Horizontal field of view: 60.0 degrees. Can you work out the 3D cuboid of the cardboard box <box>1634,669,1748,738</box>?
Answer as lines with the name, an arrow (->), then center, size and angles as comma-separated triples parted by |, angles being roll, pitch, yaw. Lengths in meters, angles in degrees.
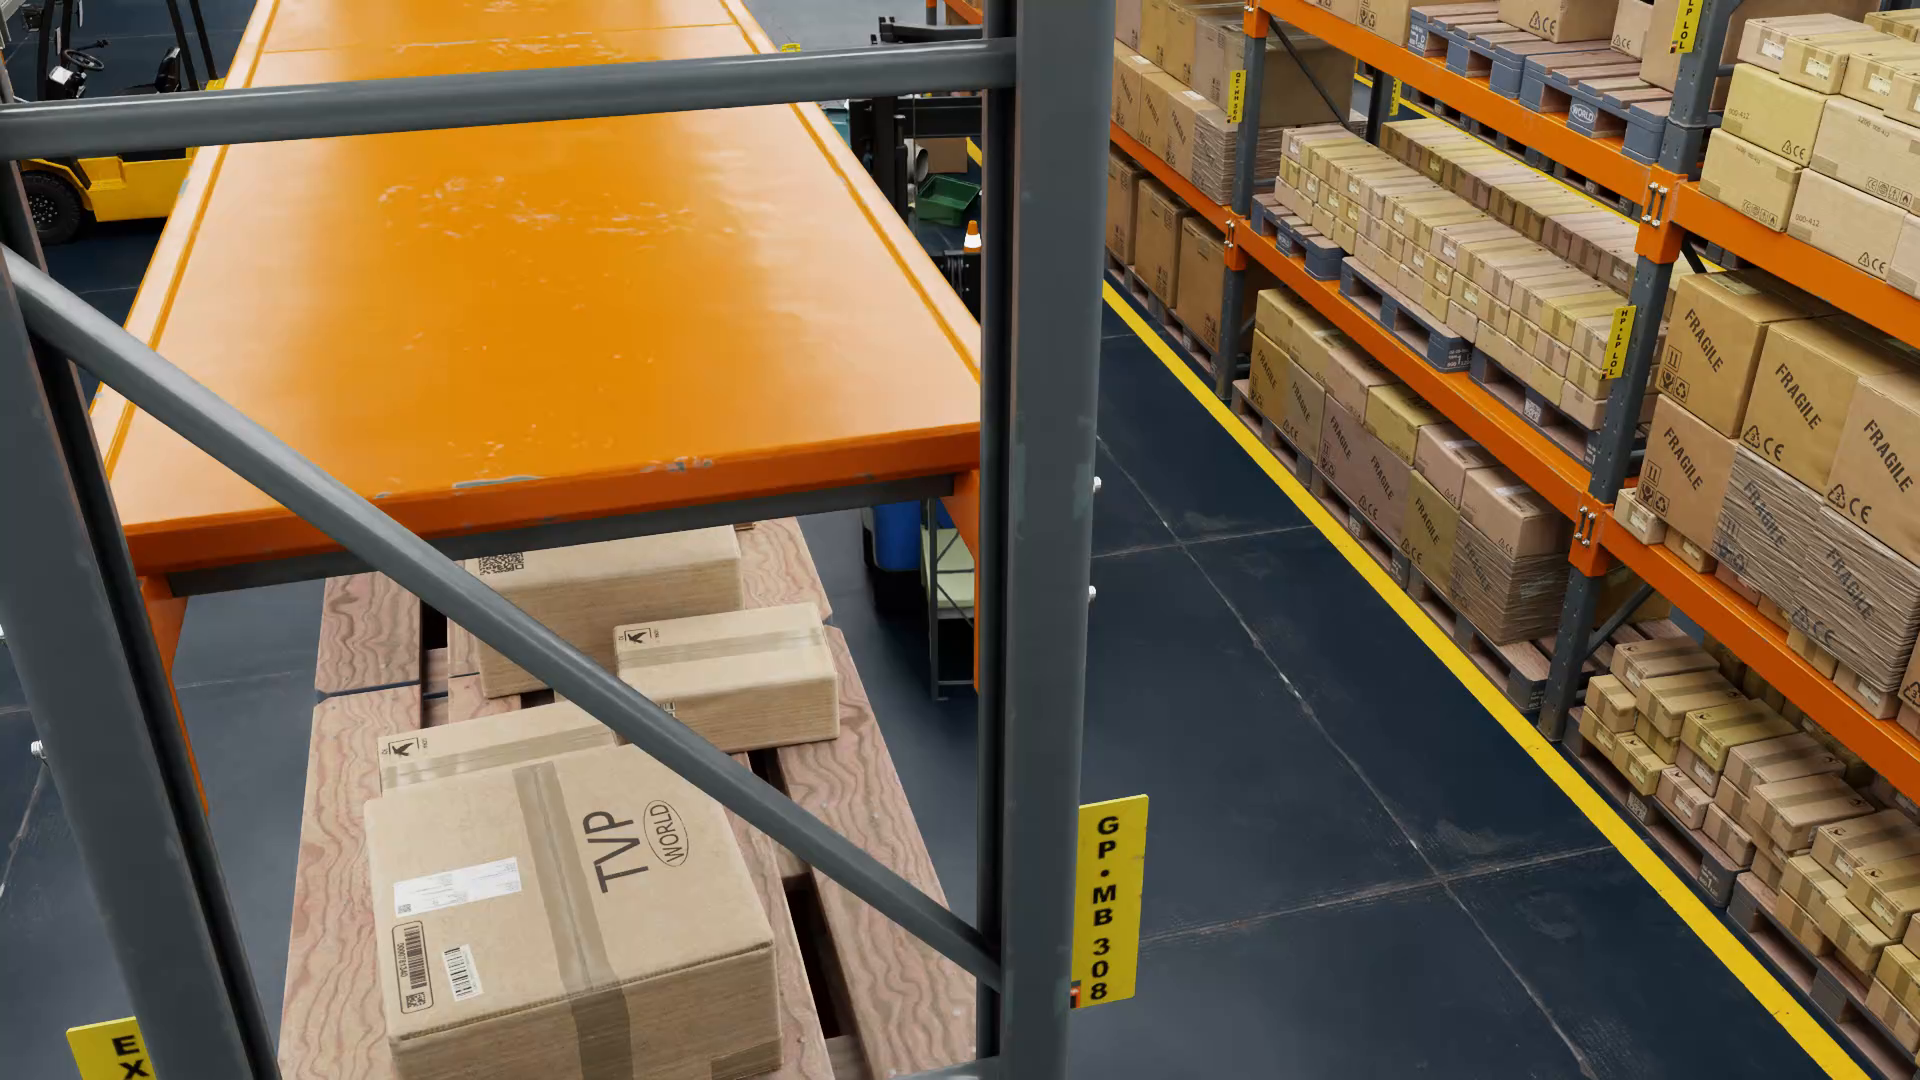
cardboard box -> 3.229, 0.721, 7.343 | 0.380, 0.149, 0.250 | -6, 31, -11

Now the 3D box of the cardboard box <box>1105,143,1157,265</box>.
cardboard box -> 1.702, -2.726, 13.292 | 1.050, 0.750, 0.750 | -8, 31, -13

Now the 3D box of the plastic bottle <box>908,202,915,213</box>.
plastic bottle -> -0.330, -2.933, 14.757 | 0.283, 0.061, 0.133 | 26, 39, 37

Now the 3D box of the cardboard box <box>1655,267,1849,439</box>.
cardboard box -> 3.206, -0.763, 6.679 | 0.500, 0.500, 0.500 | -7, 31, -12

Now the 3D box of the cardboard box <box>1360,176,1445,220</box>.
cardboard box -> 2.474, -1.915, 9.302 | 0.380, 0.149, 0.250 | -6, 31, -11

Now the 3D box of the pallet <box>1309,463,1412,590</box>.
pallet -> 2.786, -0.168, 9.829 | 1.003, 0.211, 1.213 | -8, 31, -13

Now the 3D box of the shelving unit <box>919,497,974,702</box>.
shelving unit -> 0.027, -0.032, 8.306 | 0.431, 1.500, 0.755 | -2, 30, -4

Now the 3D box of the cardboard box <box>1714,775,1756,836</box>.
cardboard box -> 3.431, 1.086, 7.009 | 0.380, 0.149, 0.250 | -9, 31, -16

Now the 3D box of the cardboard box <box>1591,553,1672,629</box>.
cardboard box -> 3.381, 0.099, 8.660 | 0.500, 0.500, 0.500 | -7, 31, -11

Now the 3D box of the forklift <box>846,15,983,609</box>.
forklift -> -0.078, -1.611, 9.607 | 1.130, 2.935, 3.031 | -3, 30, -5

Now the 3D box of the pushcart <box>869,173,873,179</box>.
pushcart -> -1.363, -2.758, 14.138 | 1.648, 0.377, 0.936 | -20, 35, -30

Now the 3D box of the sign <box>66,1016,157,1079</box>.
sign -> -0.889, 0.649, 1.836 | 0.100, 0.325, 0.005 | -8, 31, -13

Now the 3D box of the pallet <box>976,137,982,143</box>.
pallet -> 0.744, -4.034, 16.508 | 1.003, 0.211, 1.213 | -8, 31, -13

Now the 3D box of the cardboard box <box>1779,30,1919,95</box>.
cardboard box -> 3.205, -1.722, 5.989 | 0.380, 0.149, 0.250 | -9, 31, -15

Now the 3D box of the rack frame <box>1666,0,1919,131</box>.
rack frame -> 3.321, -3.005, 5.959 | 1.000, 3.000, 0.127 | -8, 31, -13

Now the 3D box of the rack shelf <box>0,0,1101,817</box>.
rack shelf -> -0.893, -0.848, 3.349 | 1.077, 0.370, 4.000 | -8, 31, -13

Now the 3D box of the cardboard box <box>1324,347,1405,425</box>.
cardboard box -> 2.463, -0.914, 9.662 | 0.500, 0.250, 0.500 | -8, 31, -13

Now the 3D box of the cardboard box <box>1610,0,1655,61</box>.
cardboard box -> 3.290, -2.303, 7.410 | 0.500, 0.311, 0.500 | -8, 31, -14

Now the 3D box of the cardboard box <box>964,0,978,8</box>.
cardboard box -> 0.473, -5.546, 16.188 | 0.875, 0.550, 0.550 | -8, 31, -13

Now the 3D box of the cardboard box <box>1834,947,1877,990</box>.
cardboard box -> 3.635, 1.600, 6.418 | 0.380, 0.149, 0.250 | -7, 31, -12

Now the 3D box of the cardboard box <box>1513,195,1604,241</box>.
cardboard box -> 3.241, -1.745, 9.008 | 0.380, 0.149, 0.250 | -7, 31, -12

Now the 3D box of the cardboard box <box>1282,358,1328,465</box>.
cardboard box -> 2.338, -0.822, 10.253 | 0.500, 0.500, 0.500 | -7, 31, -13

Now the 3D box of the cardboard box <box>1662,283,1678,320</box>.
cardboard box -> 3.580, -1.124, 7.936 | 0.380, 0.149, 0.250 | -7, 31, -12

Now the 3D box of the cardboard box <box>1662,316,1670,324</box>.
cardboard box -> 3.590, -0.987, 7.995 | 0.380, 0.149, 0.250 | -8, 31, -14

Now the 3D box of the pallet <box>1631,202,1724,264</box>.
pallet -> 6.542, -2.710, 14.221 | 1.003, 0.211, 1.213 | -8, 31, -13

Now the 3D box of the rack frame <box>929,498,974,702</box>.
rack frame -> 0.056, 0.151, 7.991 | 0.400, 1.500, 0.023 | -2, 30, -4

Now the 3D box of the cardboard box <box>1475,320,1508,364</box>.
cardboard box -> 2.825, -1.014, 8.340 | 0.380, 0.149, 0.250 | -9, 31, -16

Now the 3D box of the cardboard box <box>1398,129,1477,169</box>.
cardboard box -> 2.896, -2.374, 10.094 | 0.380, 0.149, 0.250 | -8, 31, -14

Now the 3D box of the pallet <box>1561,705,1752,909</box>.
pallet -> 3.534, 1.118, 7.608 | 1.003, 0.211, 1.213 | -8, 31, -13

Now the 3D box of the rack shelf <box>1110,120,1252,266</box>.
rack shelf -> 1.729, -2.995, 12.648 | 1.077, 0.370, 4.000 | -8, 31, -13

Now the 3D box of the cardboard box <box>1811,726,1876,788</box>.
cardboard box -> 3.839, 0.896, 7.040 | 0.380, 0.149, 0.250 | -7, 31, -12

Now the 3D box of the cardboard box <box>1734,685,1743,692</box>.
cardboard box -> 3.711, 0.625, 7.806 | 0.380, 0.149, 0.250 | -7, 31, -12

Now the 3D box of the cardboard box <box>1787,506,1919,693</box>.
cardboard box -> 3.447, 0.178, 6.051 | 0.500, 0.500, 0.500 | -9, 31, -14

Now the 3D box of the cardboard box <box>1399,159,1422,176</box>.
cardboard box -> 2.902, -2.236, 10.153 | 0.380, 0.149, 0.250 | -7, 31, -11

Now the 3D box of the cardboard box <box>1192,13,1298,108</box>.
cardboard box -> 2.015, -3.279, 11.322 | 0.700, 0.500, 0.500 | -8, 31, -14

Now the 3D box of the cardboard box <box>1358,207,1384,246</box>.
cardboard box -> 2.475, -1.781, 9.367 | 0.380, 0.149, 0.250 | -8, 31, -13

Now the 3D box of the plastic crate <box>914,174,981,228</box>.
plastic crate -> -0.111, -2.990, 14.671 | 0.450, 0.188, 0.662 | 16, 32, 7

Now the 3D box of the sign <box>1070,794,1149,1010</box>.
sign -> 0.174, 0.449, 2.035 | 0.100, 0.325, 0.005 | -8, 31, -13

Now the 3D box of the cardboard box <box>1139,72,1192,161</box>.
cardboard box -> 1.618, -3.048, 11.922 | 0.500, 0.500, 0.500 | -8, 31, -14

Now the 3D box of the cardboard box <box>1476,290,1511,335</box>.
cardboard box -> 2.814, -1.155, 8.286 | 0.380, 0.149, 0.250 | -9, 31, -15

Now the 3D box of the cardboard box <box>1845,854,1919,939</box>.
cardboard box -> 3.603, 1.338, 6.277 | 0.380, 0.149, 0.250 | -8, 31, -13

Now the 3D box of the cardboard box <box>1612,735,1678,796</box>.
cardboard box -> 3.179, 0.991, 7.471 | 0.380, 0.149, 0.250 | -7, 31, -12

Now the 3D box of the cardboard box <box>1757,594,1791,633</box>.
cardboard box -> 3.409, 0.249, 6.576 | 0.380, 0.149, 0.250 | -9, 31, -15

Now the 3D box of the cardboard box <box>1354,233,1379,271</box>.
cardboard box -> 2.473, -1.652, 9.442 | 0.380, 0.149, 0.250 | -7, 31, -12

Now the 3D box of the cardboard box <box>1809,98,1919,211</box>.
cardboard box -> 3.345, -1.353, 5.749 | 0.500, 0.250, 0.500 | -8, 31, -13

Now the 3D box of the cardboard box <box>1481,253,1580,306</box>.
cardboard box -> 2.818, -1.288, 8.219 | 0.380, 0.149, 0.250 | -8, 31, -13

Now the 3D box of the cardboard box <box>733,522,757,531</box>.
cardboard box -> -0.753, -0.330, 3.712 | 0.500, 0.500, 0.500 | -7, 31, -12

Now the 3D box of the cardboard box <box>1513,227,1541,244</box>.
cardboard box -> 3.243, -1.617, 9.084 | 0.380, 0.149, 0.250 | -8, 31, -14
